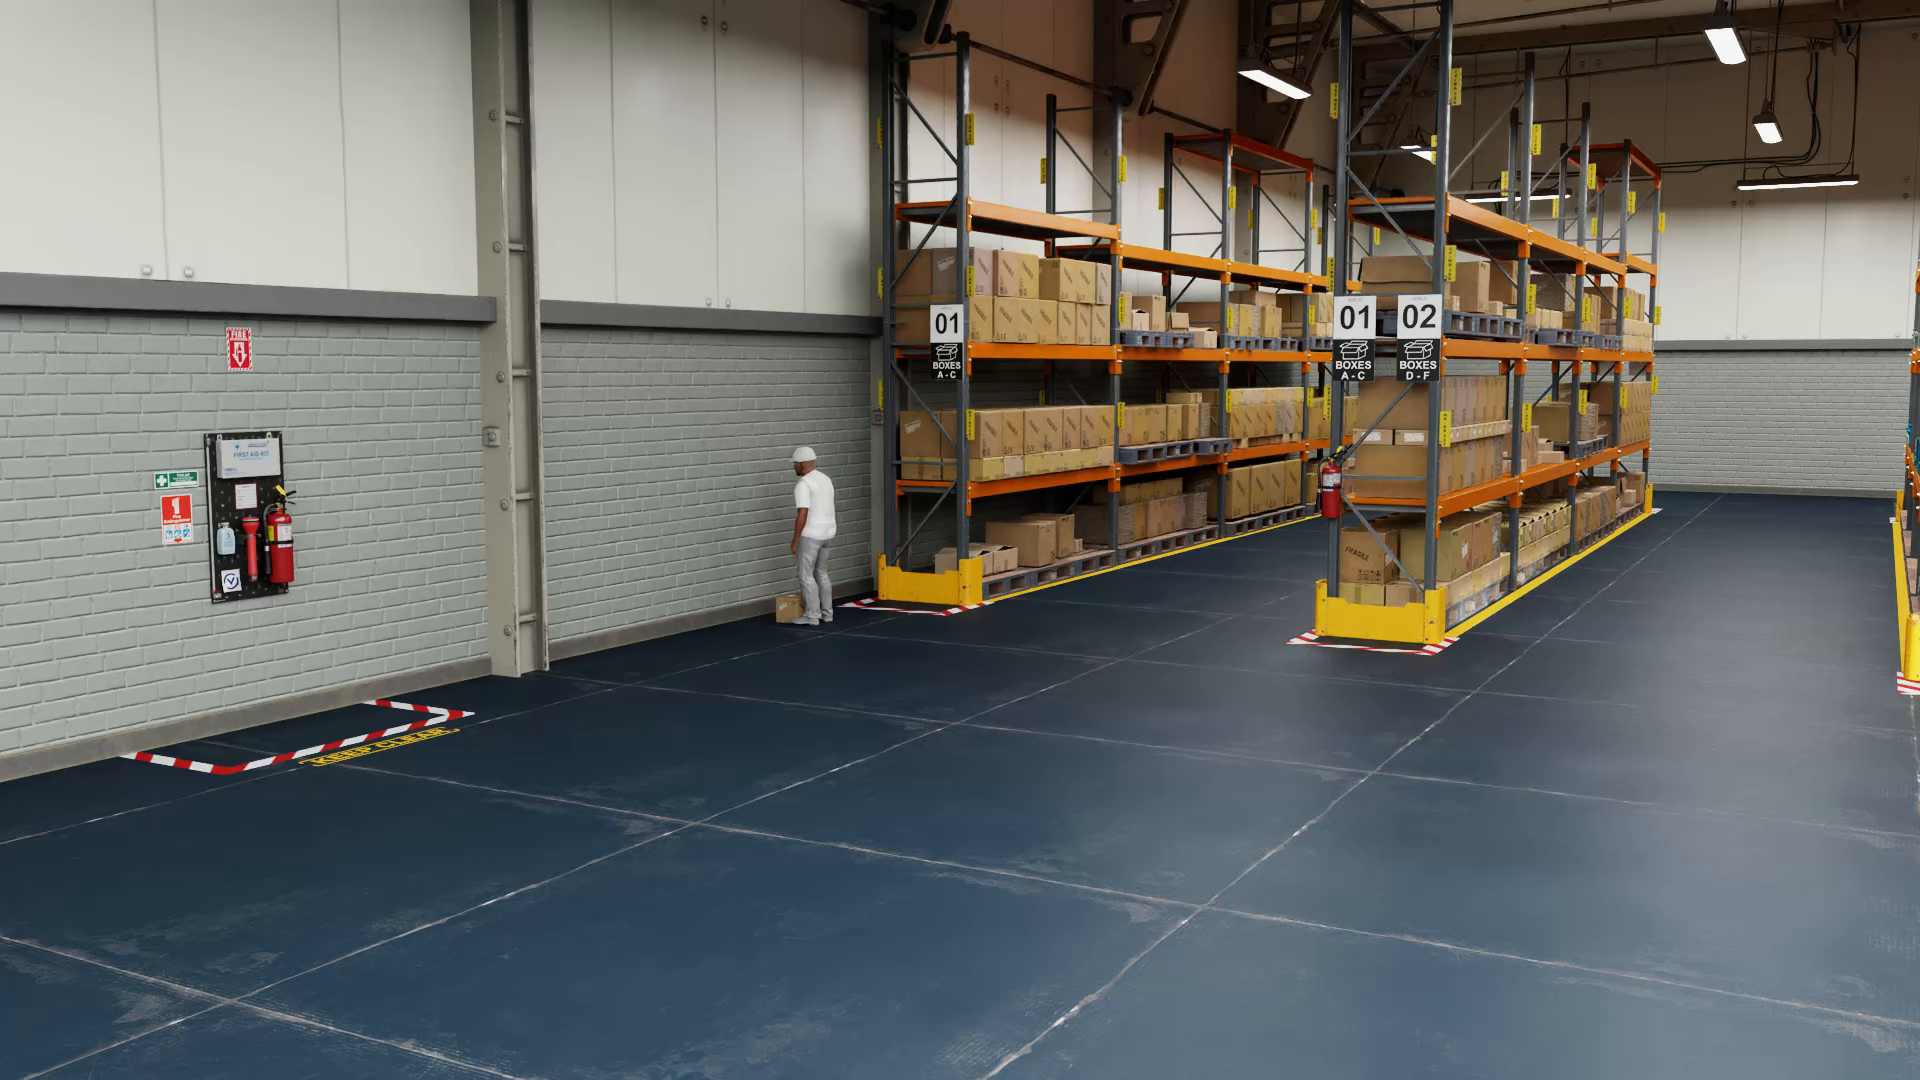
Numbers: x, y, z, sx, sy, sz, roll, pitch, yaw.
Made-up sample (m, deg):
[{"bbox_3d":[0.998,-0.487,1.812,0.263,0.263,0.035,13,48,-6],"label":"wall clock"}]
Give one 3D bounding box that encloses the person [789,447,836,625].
[{"bbox_3d":[-1.476,-0.046,16.500,0.455,1.761,0.635,3,7,25],"label":"person"}]
